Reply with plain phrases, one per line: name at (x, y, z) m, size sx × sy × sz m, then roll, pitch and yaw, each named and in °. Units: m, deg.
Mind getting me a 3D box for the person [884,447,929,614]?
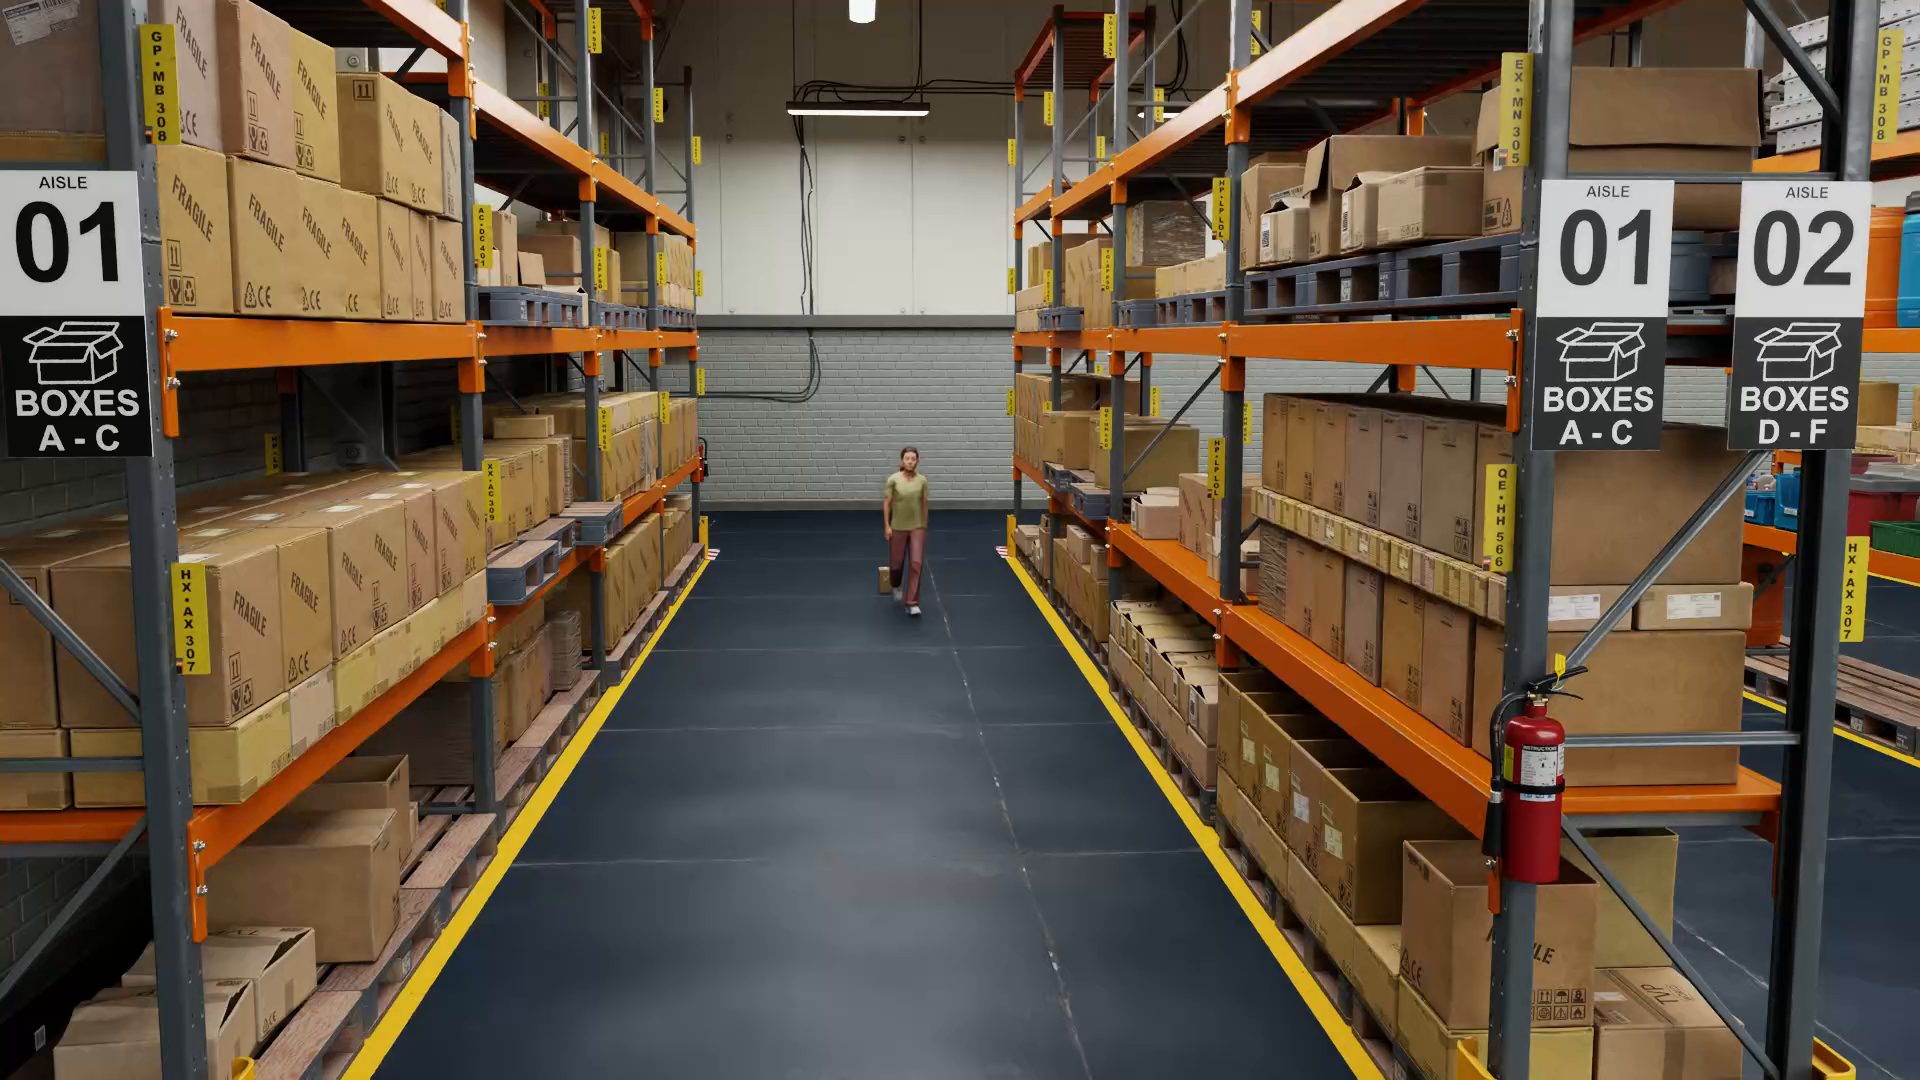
person at (-0.541, -0.114, 16.594) m, size 0.457 × 1.649 × 0.769 m, roll -1°, pitch 7°, yaw -10°
